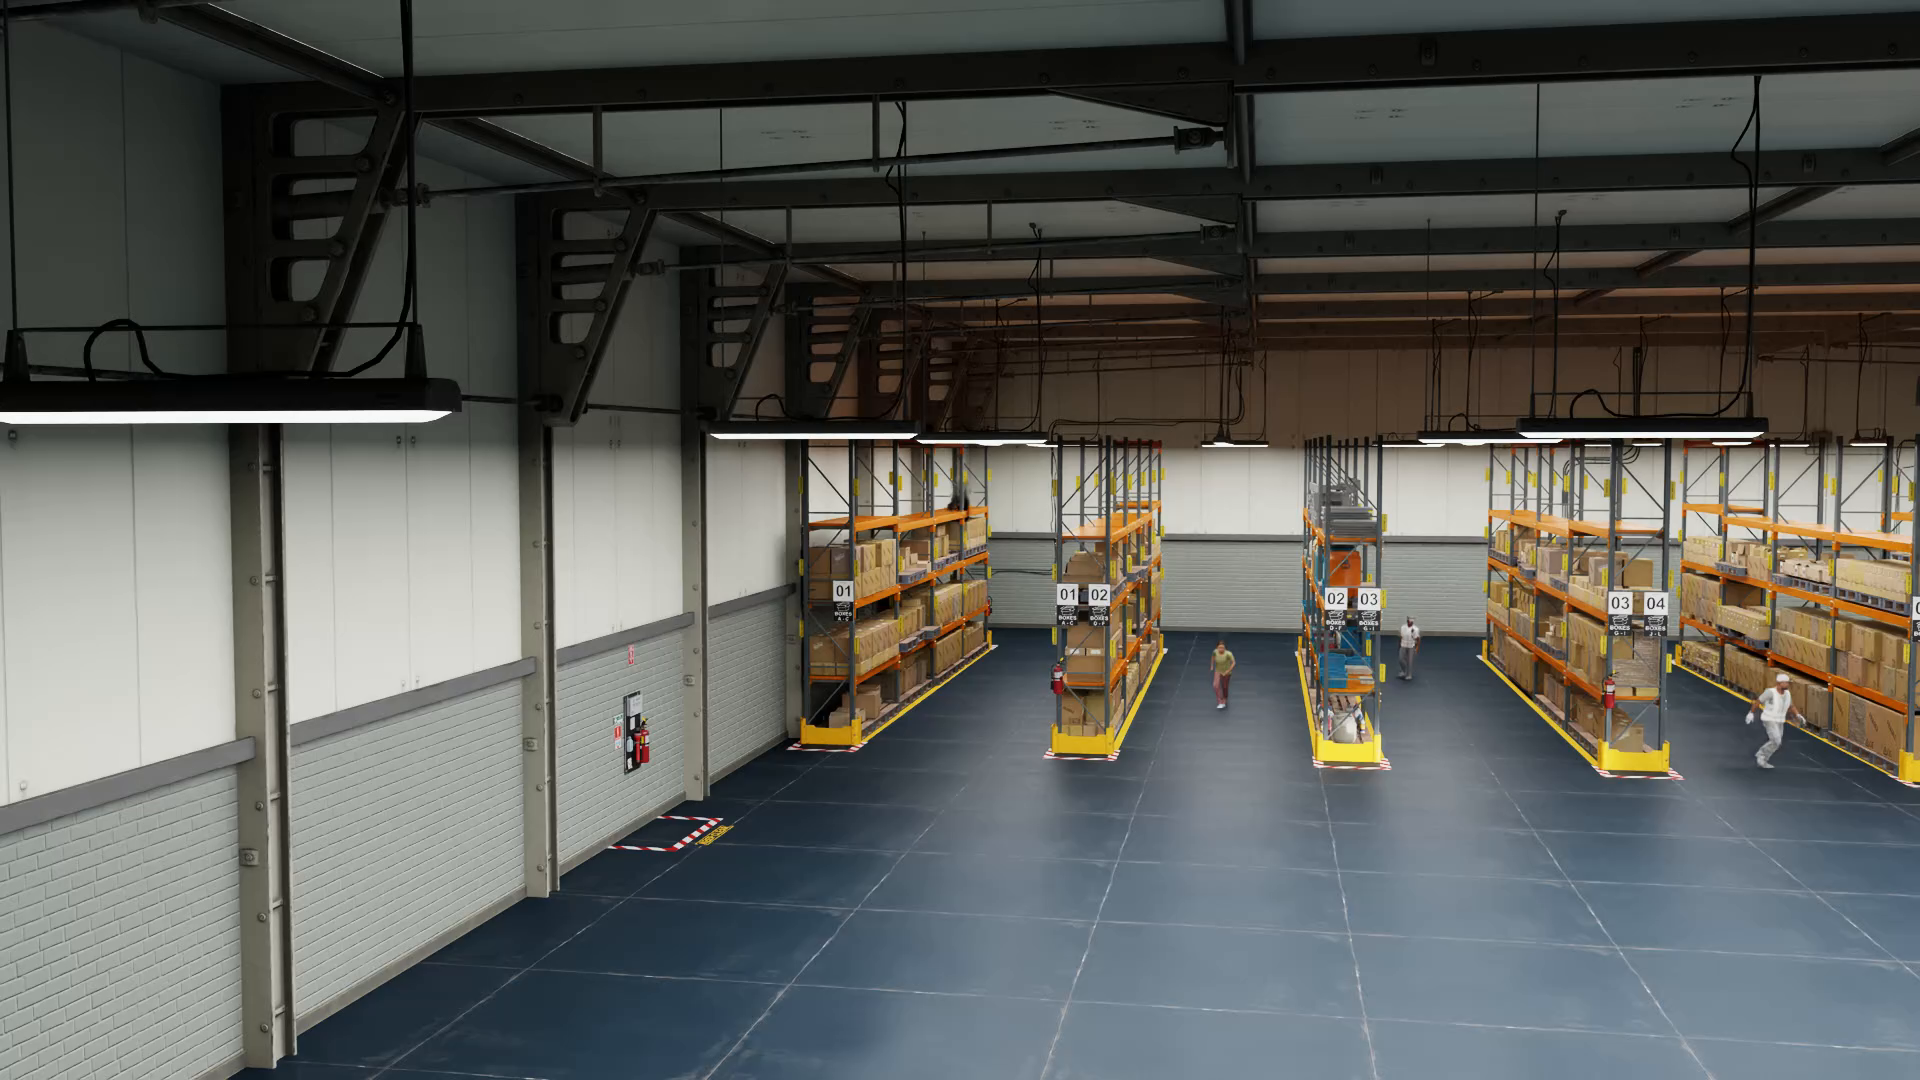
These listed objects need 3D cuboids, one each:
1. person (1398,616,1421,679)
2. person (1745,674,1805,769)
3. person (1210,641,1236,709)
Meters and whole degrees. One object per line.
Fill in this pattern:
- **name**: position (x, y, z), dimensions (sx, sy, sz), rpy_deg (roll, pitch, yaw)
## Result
- **person**: position (11.166, 2.679, 41.397), dimensions (0.599, 1.611, 0.578), rpy_deg (1, 3, 25)
- **person**: position (14.575, 3.239, 29.665), dimensions (0.689, 1.723, 0.809), rpy_deg (-1, 3, -26)
- **person**: position (5.868, 2.948, 36.956), dimensions (0.590, 1.516, 1.060), rpy_deg (1, 3, 21)
